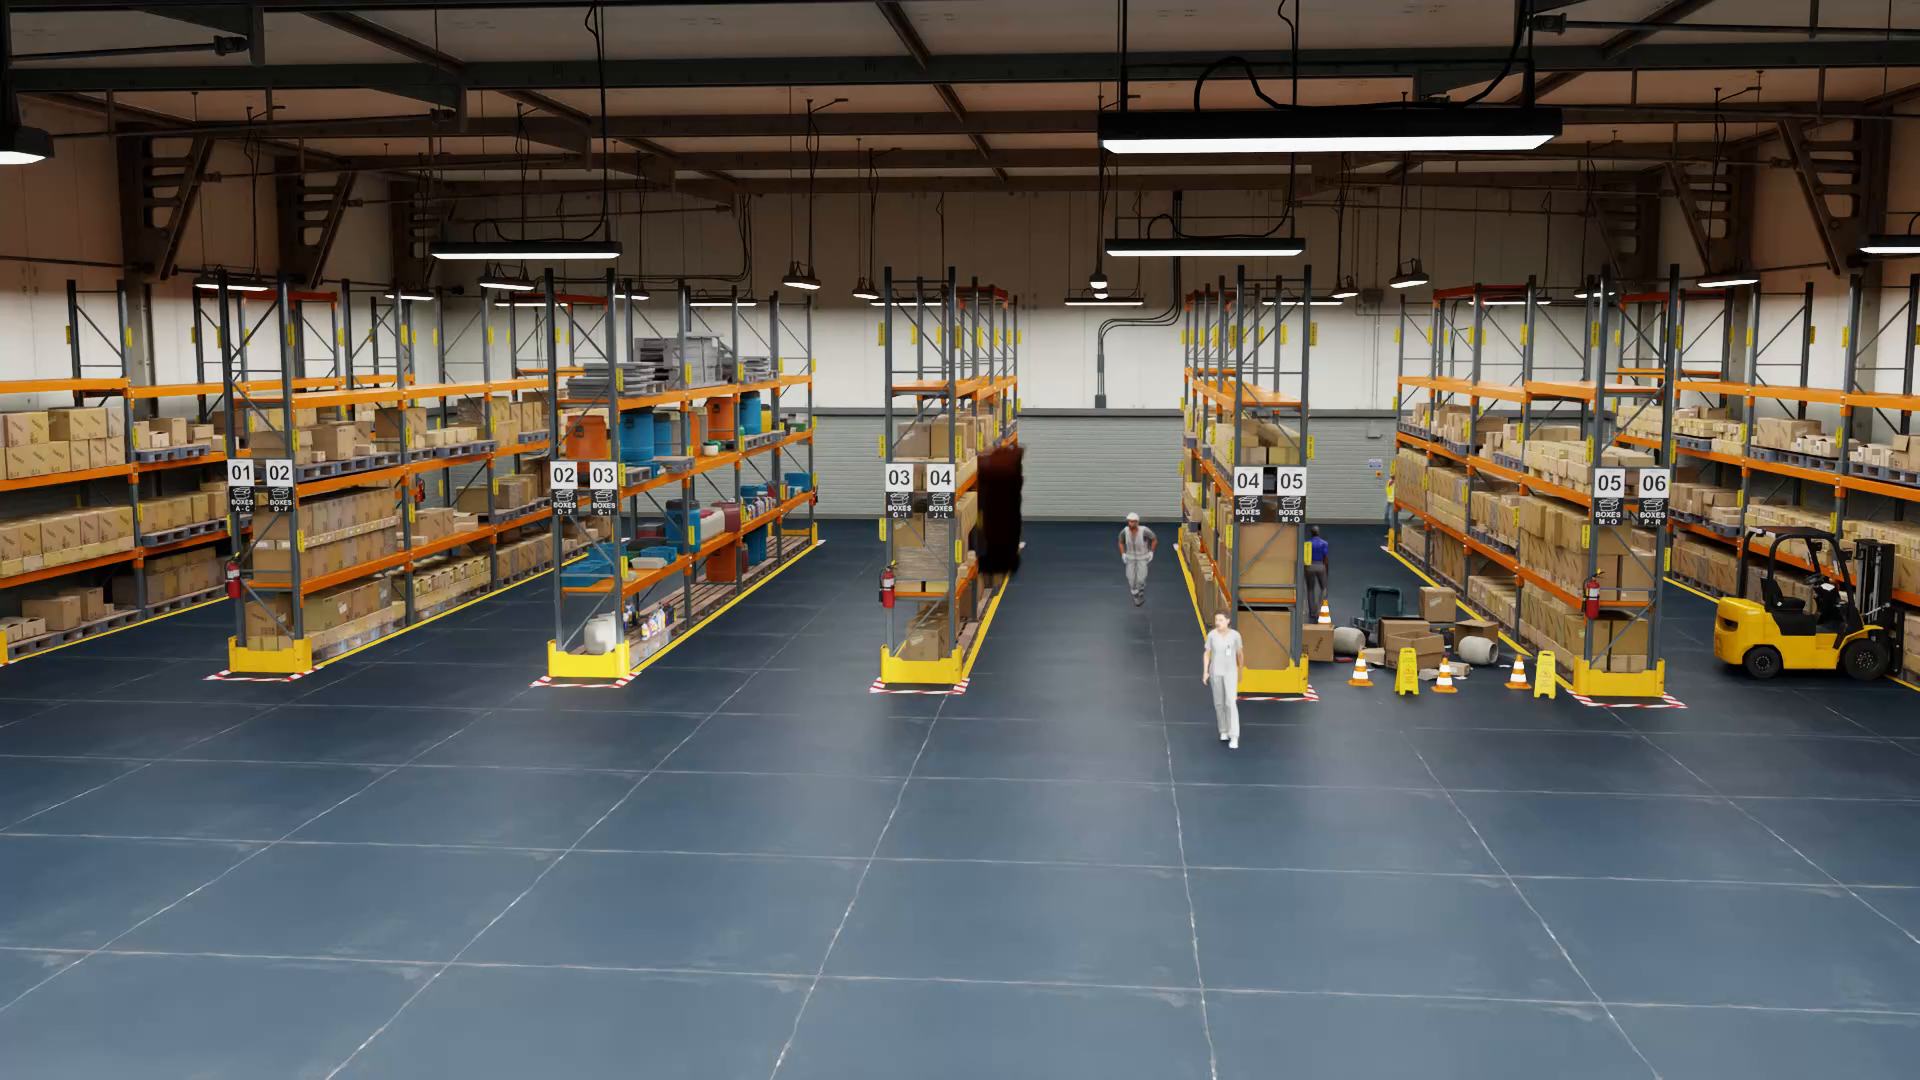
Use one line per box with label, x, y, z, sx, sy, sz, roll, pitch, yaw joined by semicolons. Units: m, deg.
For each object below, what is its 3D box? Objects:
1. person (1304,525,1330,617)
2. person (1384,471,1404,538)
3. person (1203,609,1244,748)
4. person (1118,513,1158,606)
person;6.403;0.566;29.869;0.500;1.655;0.521;1;7;5
person;10.896;-0.930;41.583;0.617;1.751;0.559;-1;7;-11
person;3.240;1.693;20.515;0.517;1.667;0.771;3;7;20
person;3.115;0.345;29.169;0.695;1.691;0.660;2;7;13
